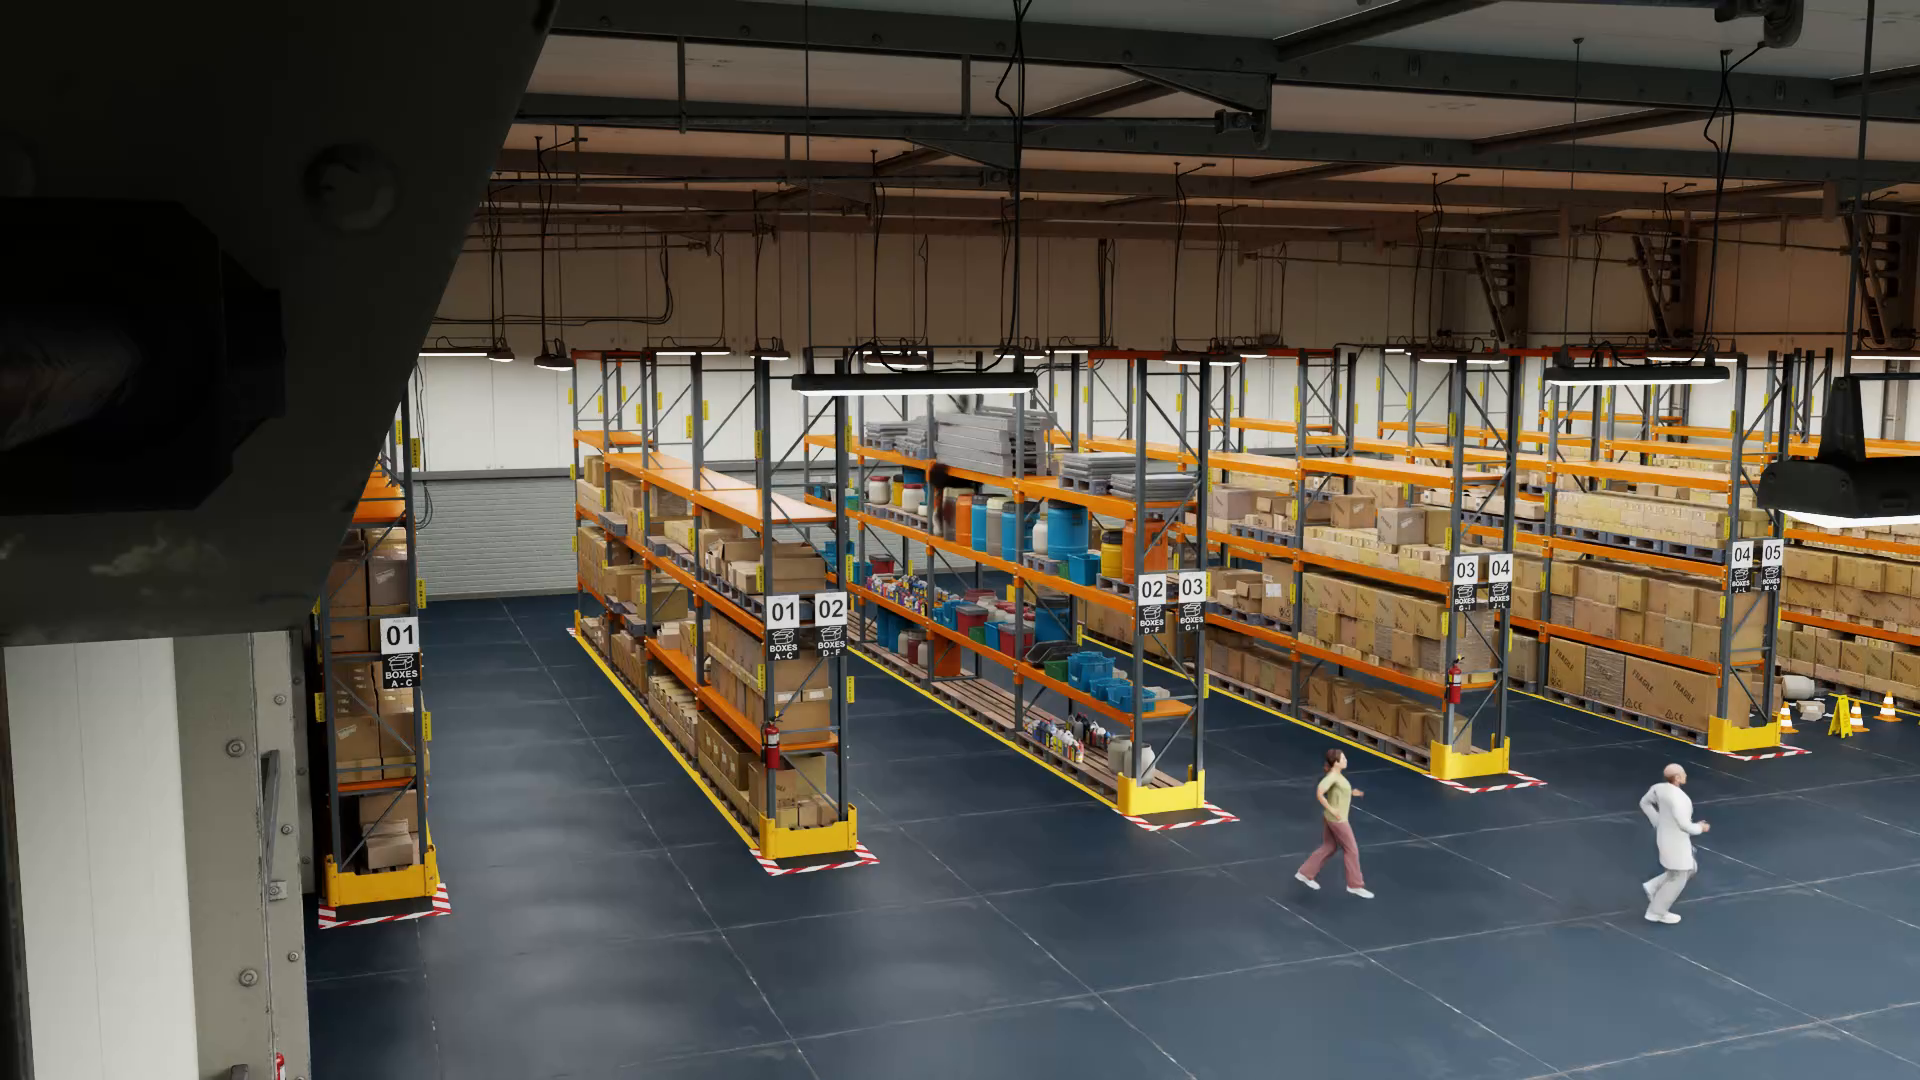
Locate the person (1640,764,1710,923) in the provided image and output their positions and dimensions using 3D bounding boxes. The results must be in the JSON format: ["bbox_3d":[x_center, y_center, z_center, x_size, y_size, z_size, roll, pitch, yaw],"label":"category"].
[{"bbox_3d":[7.716,3.252,17.876,0.631,1.739,0.695,0,7,2],"label":"person"}]

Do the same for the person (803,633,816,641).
[{"bbox_3d":[-2.522,1.593,28.986,0.688,1.872,0.743,-4,8,-29],"label":"person"}]

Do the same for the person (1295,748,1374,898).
[{"bbox_3d":[4.219,3.162,18.668,0.870,1.686,0.573,1,7,6],"label":"person"}]
